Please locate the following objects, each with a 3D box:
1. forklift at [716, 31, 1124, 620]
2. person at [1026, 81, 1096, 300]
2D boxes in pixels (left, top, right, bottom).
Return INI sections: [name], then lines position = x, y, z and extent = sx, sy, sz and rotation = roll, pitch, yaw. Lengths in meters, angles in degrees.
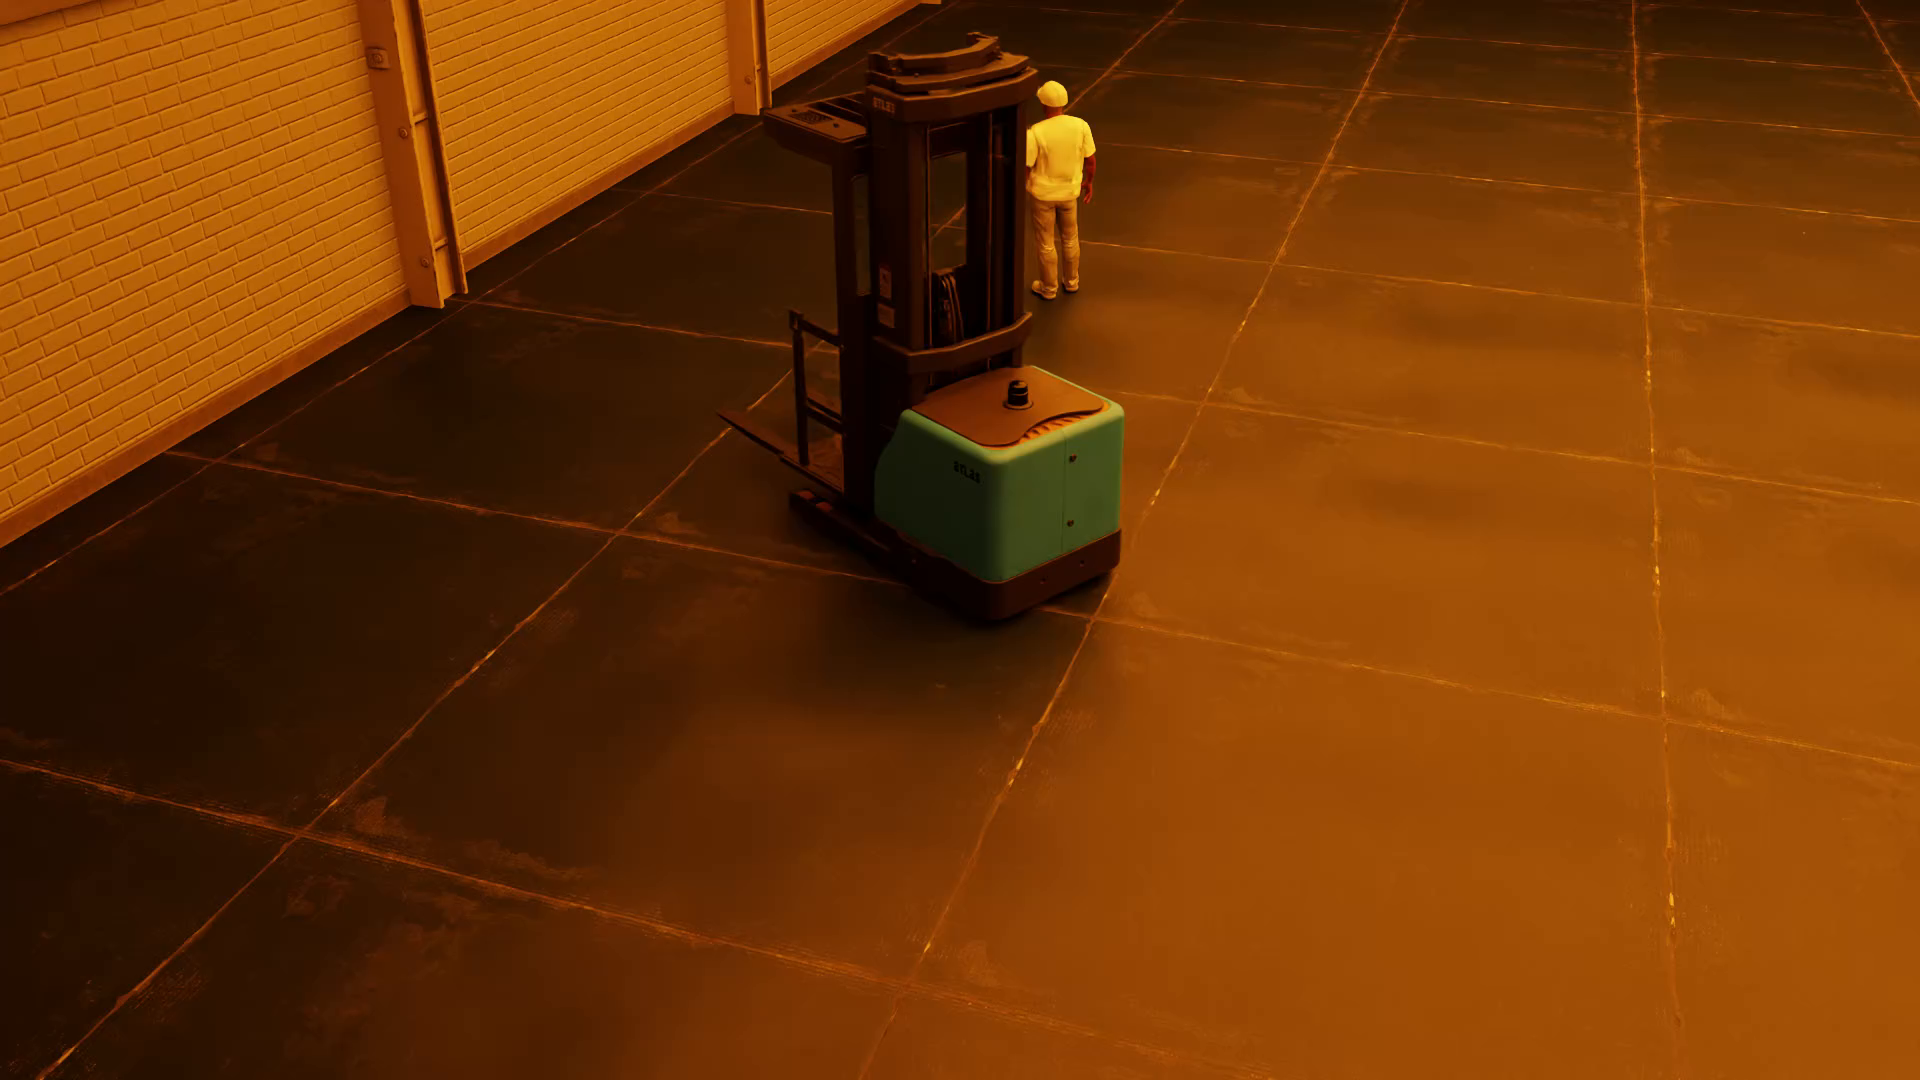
[forklift]
position = -0.406, -1.485, 9.741
extent = 1.130, 2.935, 3.031
rotation = -23, 37, -34
[person]
position = 0.723, -2.781, 13.177
extent = 0.666, 1.765, 0.578
rotation = -8, 31, -14
